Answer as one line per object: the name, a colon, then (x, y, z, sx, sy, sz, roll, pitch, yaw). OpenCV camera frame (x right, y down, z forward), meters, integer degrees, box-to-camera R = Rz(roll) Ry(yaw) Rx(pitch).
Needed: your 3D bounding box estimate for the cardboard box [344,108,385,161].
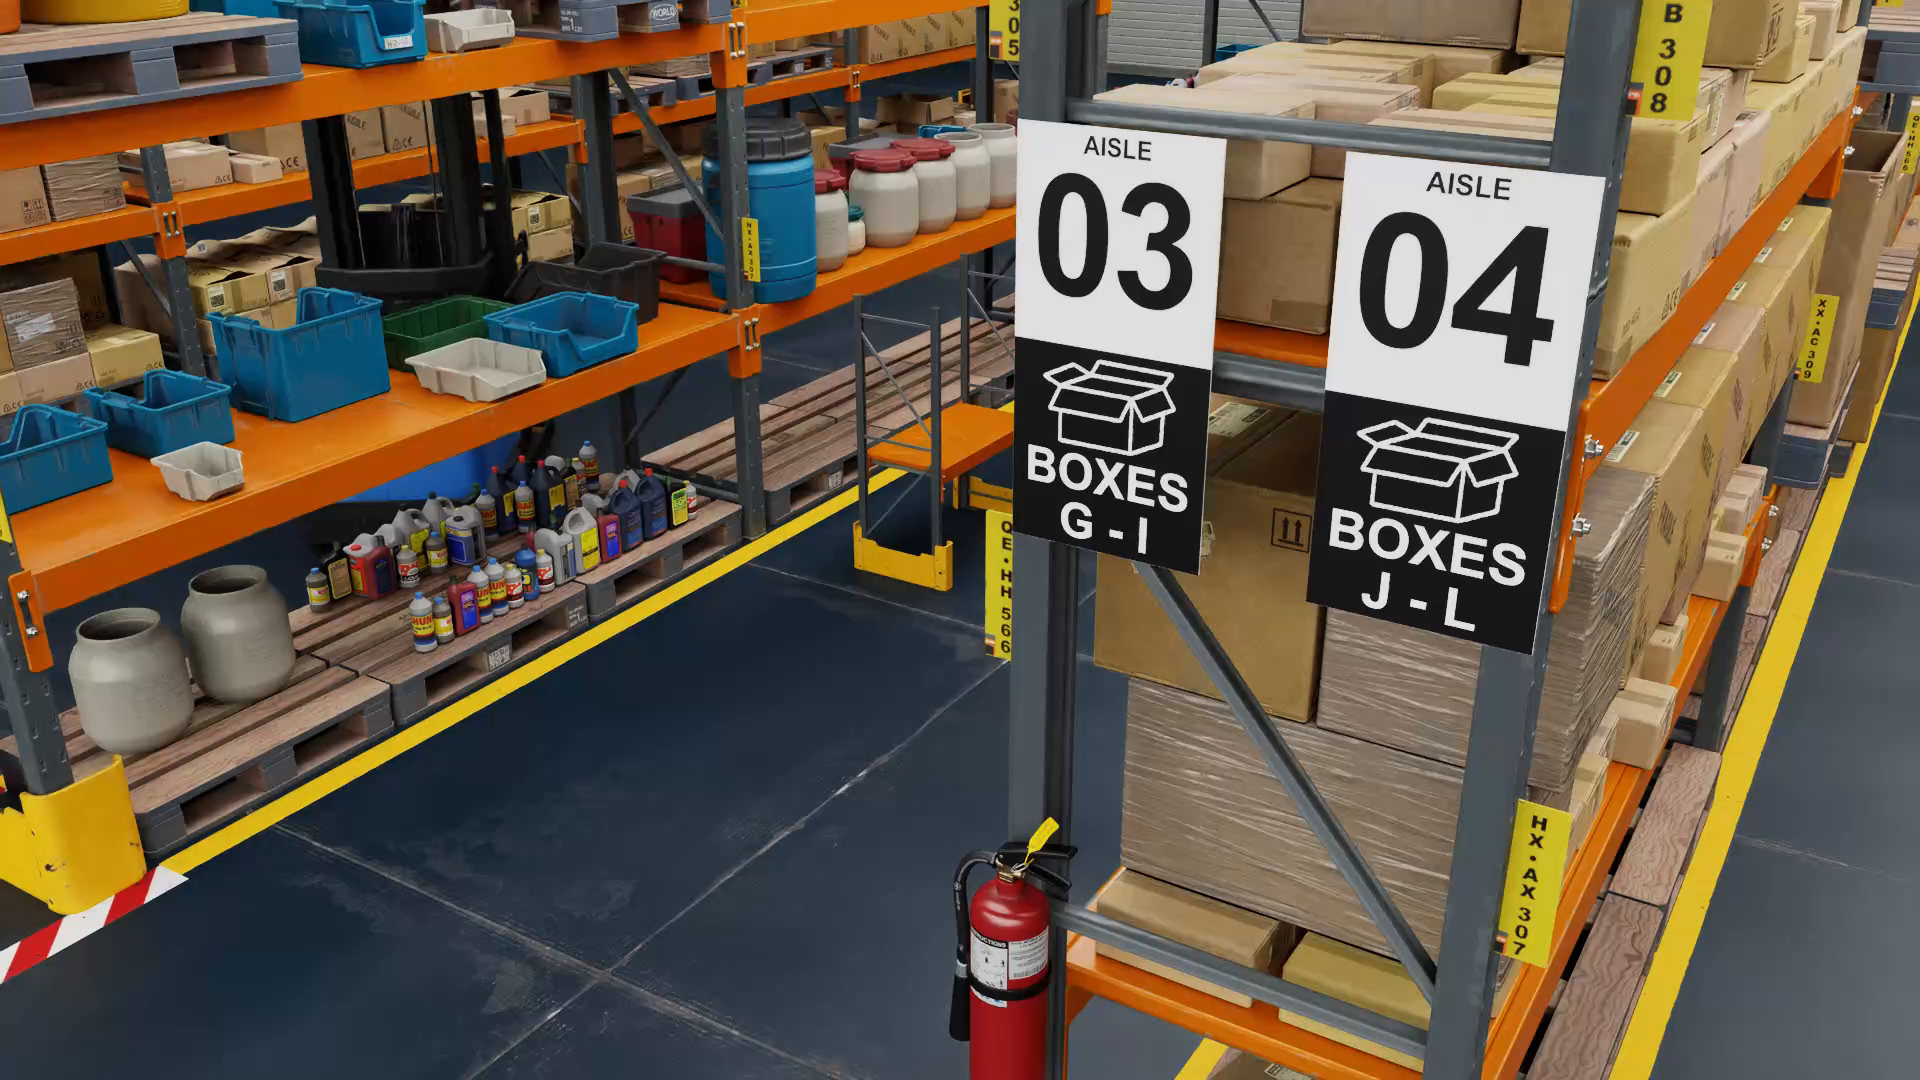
cardboard box: (-4.786, -3.178, 12.689, 0.500, 0.500, 0.500, 14, 27, 29)

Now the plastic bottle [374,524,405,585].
plastic bottle: (-2.825, 0.070, 8.187, 0.152, 0.276, 0.135, 13, 27, 28)

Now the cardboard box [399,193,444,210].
cardboard box: (-4.433, -2.773, 14.107, 0.500, 0.311, 0.500, 13, 27, 28)

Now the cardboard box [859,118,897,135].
cardboard box: (-1.072, -4.702, 19.167, 0.500, 0.311, 0.500, 14, 27, 29)

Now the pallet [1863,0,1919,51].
pallet: (3.628, -2.279, 7.200, 1.213, 0.211, 1.003, 14, 27, 29)

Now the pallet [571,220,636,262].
pallet: (-3.211, -2.844, 15.554, 1.003, 0.211, 1.213, 14, 27, 29)

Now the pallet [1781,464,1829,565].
pallet: (4.364, -0.259, 9.583, 1.003, 0.211, 1.213, 14, 27, 29)

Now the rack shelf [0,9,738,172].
rack shelf: (-2.596, -1.862, 6.904, 1.077, 0.370, 4.000, 14, 27, 29)

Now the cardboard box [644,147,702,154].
cardboard box: (-2.798, -3.652, 16.503, 0.500, 0.500, 0.500, 13, 26, 27)

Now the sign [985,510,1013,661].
sign: (0.096, 0.098, 3.392, 0.100, 0.325, 0.005, 14, 27, 29)

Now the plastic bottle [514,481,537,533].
plastic bottle: (-2.293, -0.180, 8.771, 0.097, 0.271, 0.097, 0, 23, 0)

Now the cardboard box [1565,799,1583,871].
cardboard box: (1.317, 0.717, 4.135, 0.380, 0.149, 0.250, 14, 27, 29)

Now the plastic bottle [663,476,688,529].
plastic bottle: (-1.514, -0.214, 8.834, 0.061, 0.283, 0.133, 15, 28, 32)

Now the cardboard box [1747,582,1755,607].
cardboard box: (3.572, -0.056, 8.196, 0.700, 0.500, 0.500, 11, 26, 24)

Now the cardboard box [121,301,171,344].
cardboard box: (-5.774, -1.661, 12.244, 0.500, 0.250, 0.500, 14, 27, 28)

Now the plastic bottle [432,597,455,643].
plastic bottle: (-2.375, 0.361, 7.610, 0.097, 0.201, 0.097, 0, 23, 0)

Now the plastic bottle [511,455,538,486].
plastic bottle: (-2.319, -0.291, 8.927, 0.144, 0.351, 0.185, 15, 27, 30)

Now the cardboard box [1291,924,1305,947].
cardboard box: (0.665, 0.789, 3.967, 0.380, 0.149, 0.250, 14, 27, 29)

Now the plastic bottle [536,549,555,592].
plastic bottle: (-2.035, 0.143, 8.112, 0.097, 0.201, 0.097, 0, 23, 0)

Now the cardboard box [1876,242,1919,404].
cardboard box: (5.636, -1.548, 11.195, 1.225, 0.875, 0.875, 14, 27, 29)

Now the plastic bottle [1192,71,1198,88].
plastic bottle: (2.123, -4.102, 15.097, 0.061, 0.283, 0.133, 14, 27, 29)

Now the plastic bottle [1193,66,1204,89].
plastic bottle: (2.197, -4.103, 15.014, 0.144, 0.351, 0.185, 14, 27, 29)

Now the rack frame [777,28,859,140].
rack frame: (-1.527, -5.230, 17.554, 1.000, 3.000, 0.127, 14, 27, 29)

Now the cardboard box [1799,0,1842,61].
cardboard box: (2.340, -1.500, 4.851, 0.380, 0.149, 0.250, 13, 27, 27)

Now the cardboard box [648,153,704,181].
cardboard box: (-2.614, -3.374, 15.861, 0.500, 0.500, 0.500, 13, 27, 28)

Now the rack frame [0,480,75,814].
rack frame: (-3.651, -0.140, 5.798, 1.000, 3.000, 0.127, 14, 27, 29)

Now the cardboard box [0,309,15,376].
cardboard box: (-6.340, -1.266, 10.388, 0.500, 0.500, 0.500, 14, 27, 29)

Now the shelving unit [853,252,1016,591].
shelving unit: (-0.040, -0.663, 8.893, 0.587, 1.500, 1.083, 14, 27, 29)

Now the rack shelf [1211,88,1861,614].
rack shelf: (1.612, -0.824, 4.507, 1.077, 0.370, 4.000, 14, 27, 29)

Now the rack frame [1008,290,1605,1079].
rack frame: (0.557, 0.898, 3.400, 1.000, 3.000, 0.127, 14, 27, 29)

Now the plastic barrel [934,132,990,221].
plastic barrel: (-0.014, -2.357, 10.779, 0.421, 0.512, 0.421, 0, 23, 0)

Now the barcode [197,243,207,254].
barcode: (-5.259, -2.024, 11.533, 0.001, 0.075, 0.075, 14, 27, 29)

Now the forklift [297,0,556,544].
forklift: (-3.157, -1.866, 9.871, 1.130, 2.935, 3.031, -1, 23, -3)

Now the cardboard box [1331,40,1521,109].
cardboard box: (1.075, -1.078, 3.875, 0.380, 0.149, 0.250, 14, 27, 30)

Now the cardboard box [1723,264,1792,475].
cardboard box: (2.136, -0.546, 4.977, 0.500, 0.500, 0.500, 14, 27, 29)

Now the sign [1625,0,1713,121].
sign: (1.018, -0.766, 2.368, 0.100, 0.325, 0.005, 14, 27, 29)

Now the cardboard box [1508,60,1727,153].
cardboard box: (1.351, -0.893, 3.447, 0.380, 0.149, 0.250, 15, 28, 31)

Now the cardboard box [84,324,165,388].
cardboard box: (-5.806, -1.258, 11.313, 0.500, 0.250, 0.500, 14, 27, 29)

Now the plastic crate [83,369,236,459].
plastic crate: (-3.293, -0.521, 6.866, 0.499, 0.251, 0.408, 14, 27, 29)

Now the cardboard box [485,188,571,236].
cardboard box: (-3.704, -2.839, 14.260, 0.500, 0.311, 0.500, 15, 27, 30)

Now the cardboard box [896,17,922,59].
cardboard box: (-0.759, -5.564, 18.201, 0.500, 0.500, 0.500, 14, 27, 30)

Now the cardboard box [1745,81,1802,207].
cardboard box: (1.833, -1.037, 4.282, 0.500, 0.250, 0.500, 15, 27, 30)

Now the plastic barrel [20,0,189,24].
plastic barrel: (-3.157, -2.207, 6.032, 0.600, 0.588, 0.600, 0, 23, 0)

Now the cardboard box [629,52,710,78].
cardboard box: (-2.756, -4.623, 15.499, 0.700, 0.500, 0.500, 20, 31, 39)

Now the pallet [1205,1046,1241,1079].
pallet: (1.056, 1.885, 4.630, 1.003, 0.211, 1.213, 14, 27, 29)

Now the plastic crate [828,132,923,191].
plastic crate: (-0.543, -2.388, 10.911, 0.402, 0.464, 0.583, 14, 27, 29)

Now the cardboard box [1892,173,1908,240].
cardboard box: (5.535, -2.130, 10.268, 0.500, 0.500, 0.500, 13, 27, 28)

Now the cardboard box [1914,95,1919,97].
cardboard box: (7.357, -3.672, 12.827, 0.500, 0.500, 0.500, 14, 27, 29)

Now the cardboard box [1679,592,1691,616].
cardboard box: (2.102, 0.209, 5.308, 0.380, 0.149, 0.250, 14, 27, 29)

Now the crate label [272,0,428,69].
crate label: (-2.383, -2.011, 6.531, 0.502, 0.251, 0.408, 14, 27, 29)
